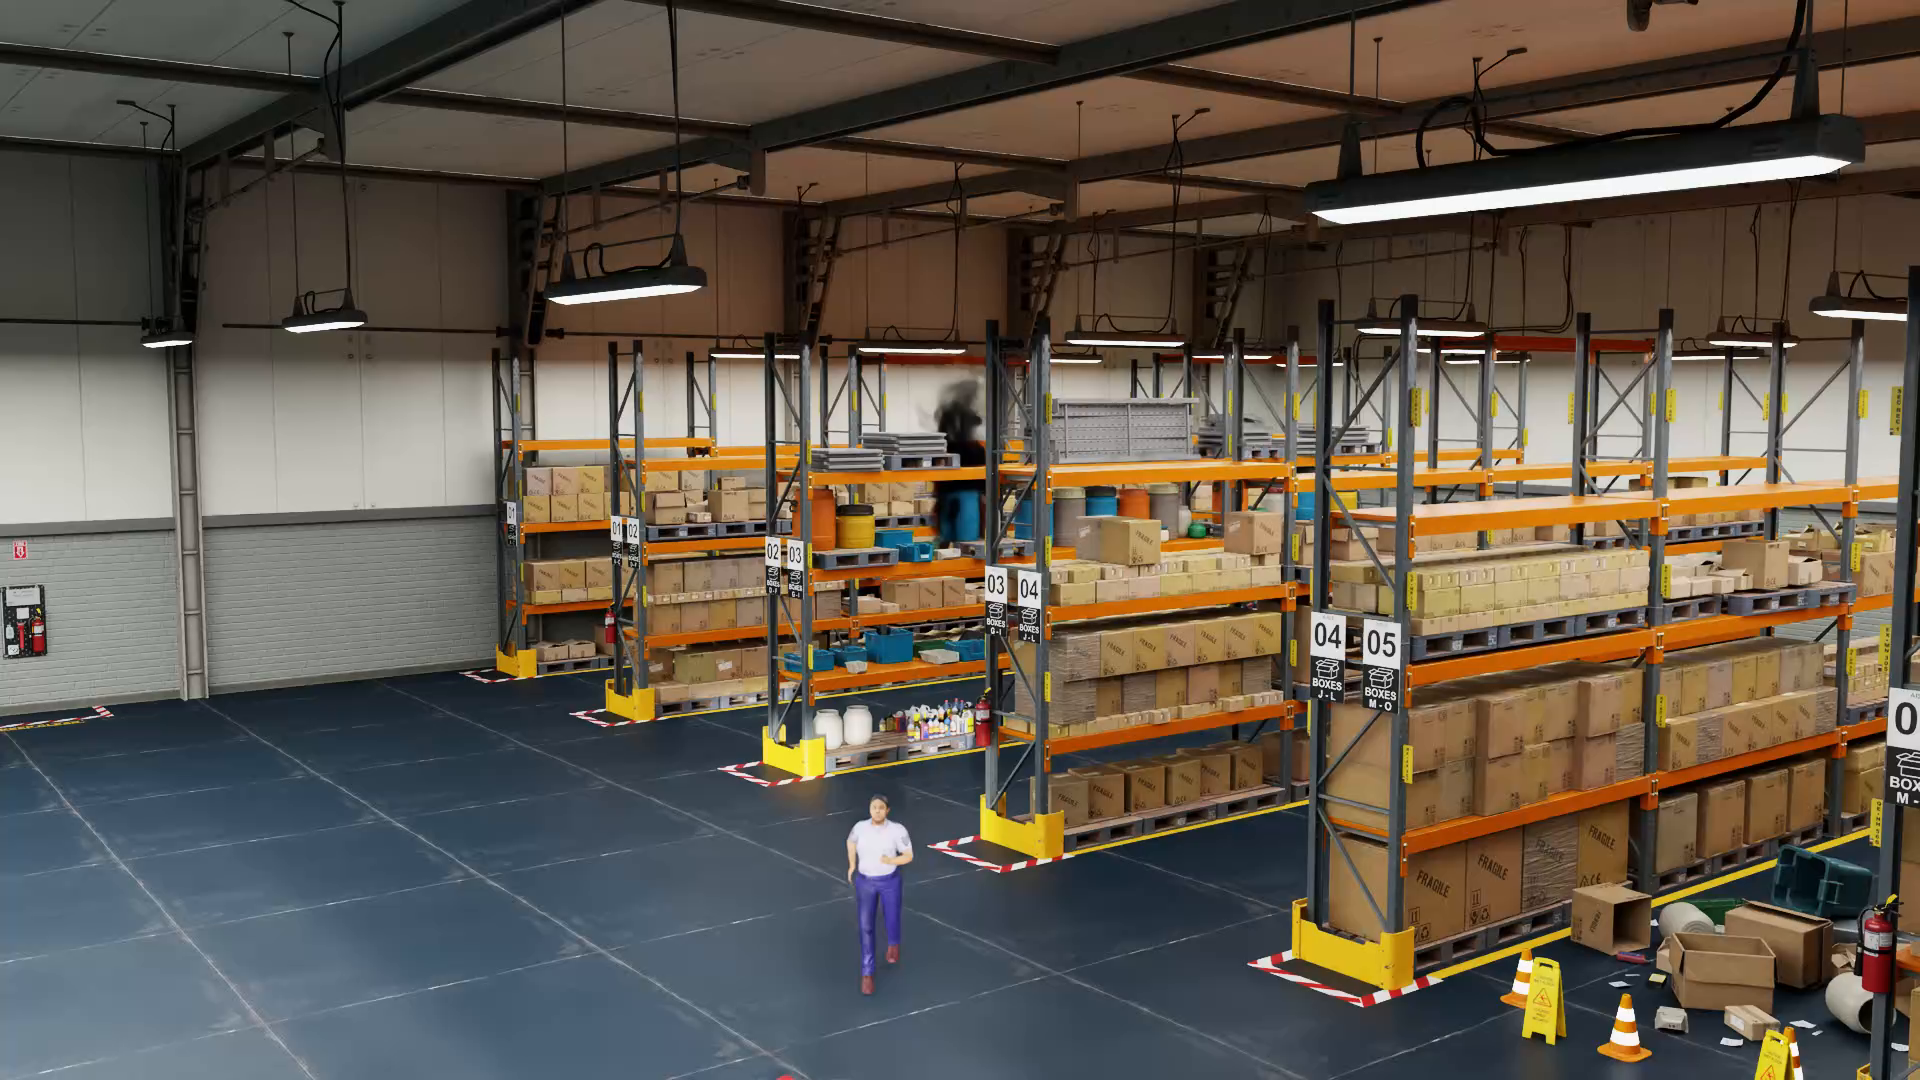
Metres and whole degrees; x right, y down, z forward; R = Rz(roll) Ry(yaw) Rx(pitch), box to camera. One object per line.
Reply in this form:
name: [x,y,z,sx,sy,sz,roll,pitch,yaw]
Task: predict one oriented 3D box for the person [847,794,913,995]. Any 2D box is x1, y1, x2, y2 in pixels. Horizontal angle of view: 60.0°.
person: [-0.717,3.051,14.633,0.594,1.625,0.940,0,5,2]
